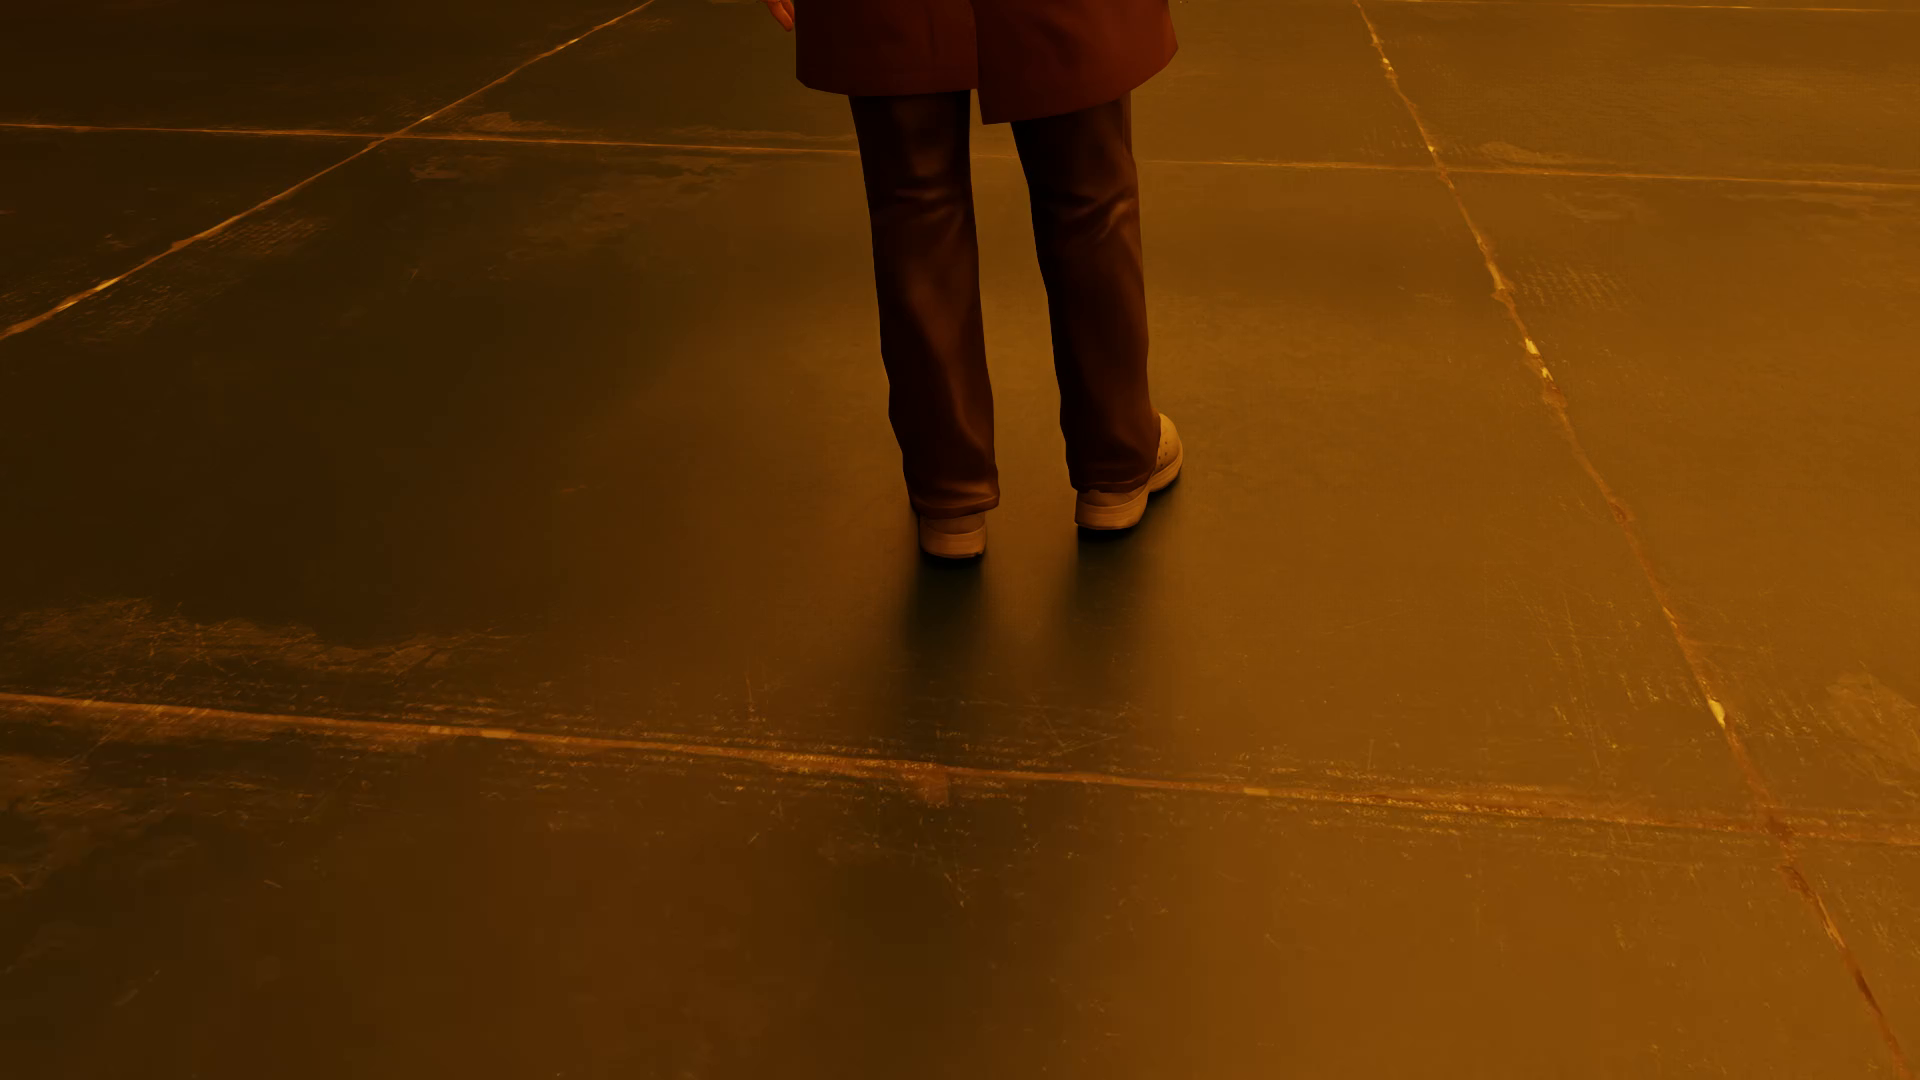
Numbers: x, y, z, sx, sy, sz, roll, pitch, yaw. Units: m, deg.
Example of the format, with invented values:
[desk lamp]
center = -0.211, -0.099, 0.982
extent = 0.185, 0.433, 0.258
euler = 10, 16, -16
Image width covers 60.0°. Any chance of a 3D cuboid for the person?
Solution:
[person]
center = 0.017, -0.842, 2.180
extent = 0.696, 1.776, 0.582
euler = 3, 27, 7
